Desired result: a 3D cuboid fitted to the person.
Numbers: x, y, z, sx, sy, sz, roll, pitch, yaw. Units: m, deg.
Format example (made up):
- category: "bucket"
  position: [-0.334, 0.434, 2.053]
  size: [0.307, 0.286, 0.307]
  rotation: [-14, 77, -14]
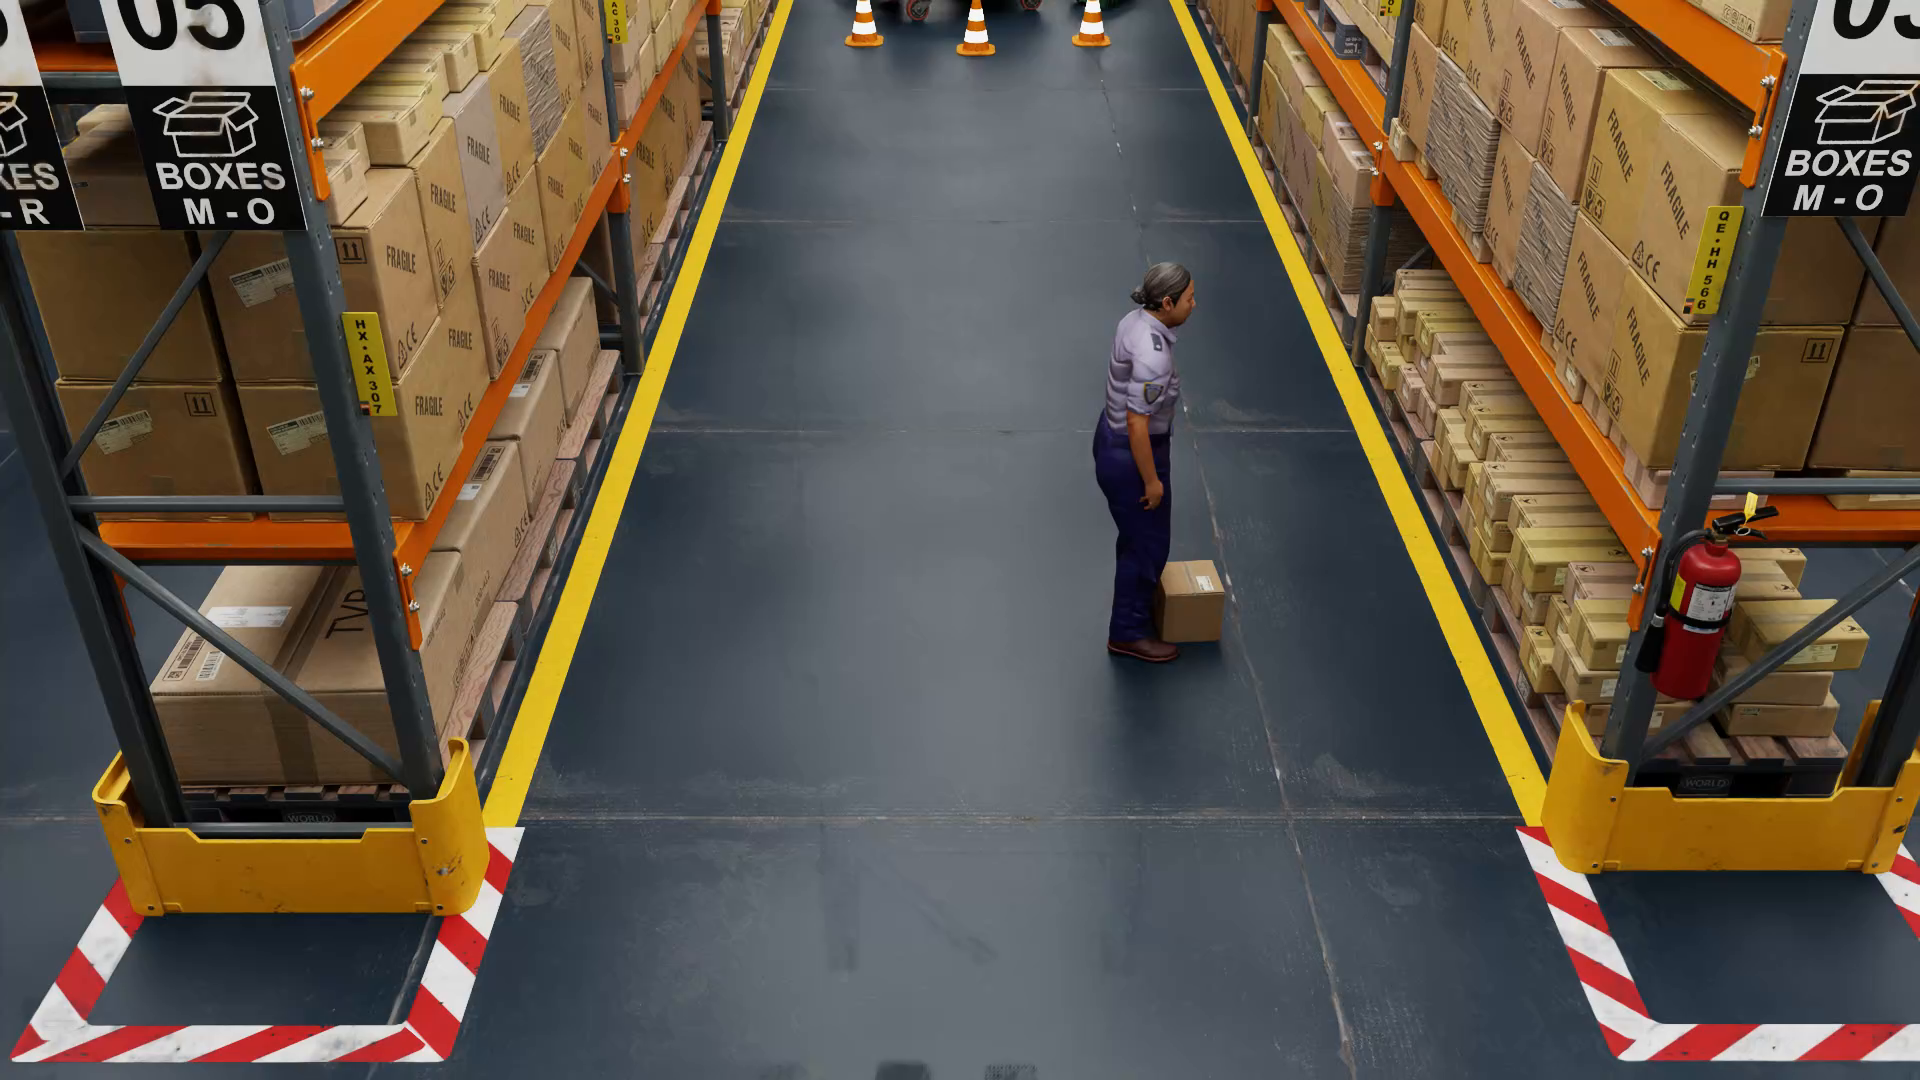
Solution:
- category: "person"
  position: [0.747, -0.323, 6.679]
  size: [0.417, 1.637, 0.537]
  rotation: [0, 32, 0]
